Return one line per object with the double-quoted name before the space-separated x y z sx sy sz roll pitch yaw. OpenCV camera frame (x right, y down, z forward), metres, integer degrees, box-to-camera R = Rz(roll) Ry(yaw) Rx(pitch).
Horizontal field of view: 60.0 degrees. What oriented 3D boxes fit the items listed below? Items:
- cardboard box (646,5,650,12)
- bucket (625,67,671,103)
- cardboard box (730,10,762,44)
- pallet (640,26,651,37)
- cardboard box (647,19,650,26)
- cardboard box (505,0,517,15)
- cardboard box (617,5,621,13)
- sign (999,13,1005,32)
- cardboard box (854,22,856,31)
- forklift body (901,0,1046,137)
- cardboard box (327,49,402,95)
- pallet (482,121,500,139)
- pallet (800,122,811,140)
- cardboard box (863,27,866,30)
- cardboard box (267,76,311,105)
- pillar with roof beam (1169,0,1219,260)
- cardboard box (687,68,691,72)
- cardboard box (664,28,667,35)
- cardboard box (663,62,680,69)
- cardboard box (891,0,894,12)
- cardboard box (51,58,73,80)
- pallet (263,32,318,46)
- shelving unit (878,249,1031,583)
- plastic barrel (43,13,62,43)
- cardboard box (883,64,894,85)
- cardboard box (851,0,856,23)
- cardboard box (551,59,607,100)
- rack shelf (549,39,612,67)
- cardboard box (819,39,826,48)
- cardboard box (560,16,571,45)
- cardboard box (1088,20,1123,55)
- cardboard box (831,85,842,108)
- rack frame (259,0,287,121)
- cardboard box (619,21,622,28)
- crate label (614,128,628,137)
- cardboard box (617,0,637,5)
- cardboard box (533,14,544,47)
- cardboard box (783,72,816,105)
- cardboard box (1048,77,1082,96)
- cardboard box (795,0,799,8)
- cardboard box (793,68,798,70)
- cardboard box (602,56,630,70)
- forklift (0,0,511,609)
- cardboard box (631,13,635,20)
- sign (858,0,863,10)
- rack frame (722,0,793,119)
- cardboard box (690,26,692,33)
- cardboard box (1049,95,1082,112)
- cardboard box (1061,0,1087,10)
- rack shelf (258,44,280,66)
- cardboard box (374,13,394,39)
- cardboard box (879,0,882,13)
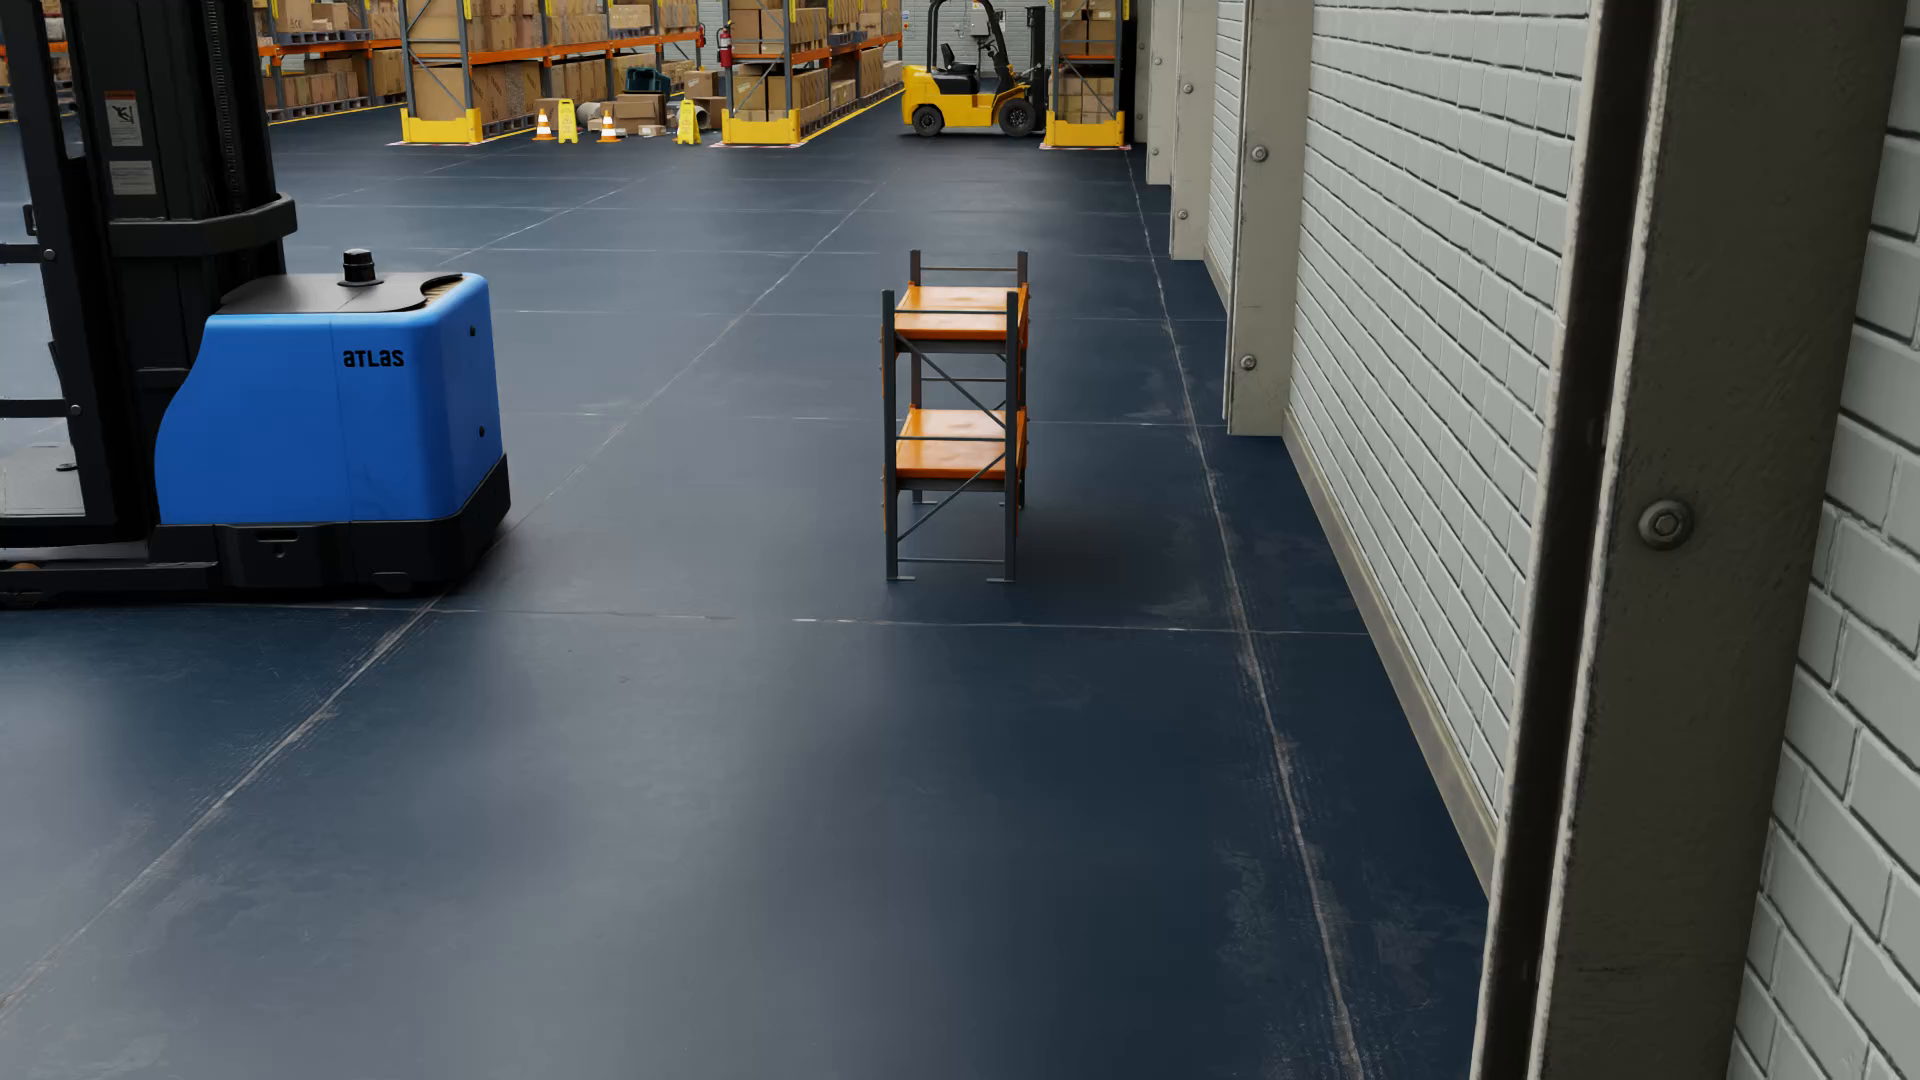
"cardboard box" -6.976 -11.569 36.186 0.380 0.149 0.250 2 18 6
"bucket" -5.425 -7.923 29.103 0.726 0.611 0.620 8 10 23
"cardboard box" -3.293 -7.893 25.554 0.500 0.500 0.500 1 18 3
"pallet" -7.341 -11.010 36.014 1.003 0.211 1.213 1 18 4
"cardboard box" -6.973 -11.287 36.282 0.380 0.149 0.250 1 18 3
"cardboard box" -7.875 -8.983 27.545 0.875 0.550 0.550 1 18 4
"cardboard box" -7.144 -10.837 33.951 0.380 0.149 0.250 1 18 2
"sign" 1.063 -14.166 45.491 0.329 0.494 0.001 1 18 4
"cardboard box" -2.193 -9.823 31.812 0.380 0.149 0.250 1 18 3
"forklift body" 0.210 -7.646 26.802 2.313 2.155 1.214 1 18 4
"cardboard box" -12.298 -9.639 34.259 1.225 0.875 0.875 0 18 1
"pallet" -8.022 -6.533 26.522 1.003 0.211 1.213 1 18 4
"pallet" -2.958 -6.479 26.357 1.003 0.211 1.213 1 18 4
"cardboard box" -2.178 -10.249 33.624 0.500 0.250 0.500 1 18 2
"cardboard box" -12.536 -8.352 30.902 0.700 0.500 0.500 1 18 4
"pillar with roof beam" -2.311 -6.835 13.332 9.100 9.000 0.400 1 18 4
"cardboard box" -6.643 -11.232 39.810 0.380 0.149 0.250 1 18 2
"cardboard box" -6.858 -11.546 37.747 0.380 0.149 0.250 0 18 1
"cardboard box" -6.782 -11.132 39.027 0.380 0.149 0.250 1 18 2
"cardboard box" -1.792 -12.393 38.162 0.500 0.500 0.500 1 18 4
"cardboard box" -21.832 -11.306 39.912 0.797 0.503 0.637 1 18 4
"pallet" -12.455 -9.135 30.294 1.003 0.211 1.213 1 18 4
"shelving unit" 0.000 -0.537 6.754 0.538 1.125 1.048 1 18 4
"plastic barrel" -17.255 -9.688 31.453 0.433 0.535 0.433 0 18 0
"cardboard box" -1.981 -10.709 38.227 0.875 0.438 0.875 1 18 2
"cardboard box" -2.265 -10.094 31.598 0.500 0.500 0.500 1 18 3
"cardboard box" -7.562 -9.036 32.621 1.050 0.750 0.750 1 18 3
"rack shelf" -7.572 -9.130 31.124 1.077 0.370 4.000 1 18 4
"cardboard box" -2.500 -8.468 28.351 0.380 0.149 0.250 2 18 5
"cardboard box" -7.373 -9.212 30.059 0.500 0.500 0.500 1 18 4
"cardboard box" 2.206 -7.614 25.183 0.500 0.500 0.500 2 18 6
"cardboard box" -2.687 -8.108 30.397 0.950 0.372 0.625 2 18 7
"rack frame" -12.655 -8.993 29.550 1.000 3.000 0.127 1 18 4
"cardboard box" -7.139 -10.558 34.057 0.380 0.149 0.250 2 18 6
"crate label" -5.450 -6.496 26.527 0.250 0.136 0.298 -9 20 -25
"cardboard box" -7.378 -12.151 36.945 0.500 0.500 0.500 1 18 2
"cardboard box" -7.730 -8.807 28.742 0.875 0.550 0.550 1 18 4
"cardboard box" -2.645 -7.348 27.068 0.500 0.500 0.500 2 18 5
"cardboard box" 1.616 -6.937 25.413 0.500 0.250 0.500 2 18 6
"cardboard box" -3.077 -9.145 27.772 0.700 0.500 0.500 1 18 4
"cardboard box" -3.082 -7.843 28.580 0.500 0.500 0.500 2 18 7
"cardboard box" -7.101 -9.827 34.232 0.500 0.250 0.500 1 18 3
"forklift" -3.410 -1.305 6.198 3.031 2.935 1.130 -1 18 -3
"cardboard box" -7.064 -11.019 34.986 0.380 0.149 0.250 1 18 4
"sign" -1.942 -10.517 32.470 0.100 0.325 0.005 1 18 4
"rack frame" -3.057 -7.529 25.083 1.000 3.000 0.127 1 18 4
"cardboard box" -6.651 -12.274 39.968 0.380 0.149 0.250 1 18 4
"cardboard box" 1.617 -6.708 25.516 0.500 0.250 0.500 1 18 3
"cardboard box" 1.709 -8.032 24.939 0.380 0.149 0.250 1 18 4
"rack shelf" -12.798 -8.029 27.766 1.077 0.370 4.000 1 18 4
"cardboard box" -12.027 -10.587 34.256 0.500 0.500 0.500 1 18 2
"cardboard box" -1.979 -11.634 35.845 0.500 0.500 0.500 2 18 6
